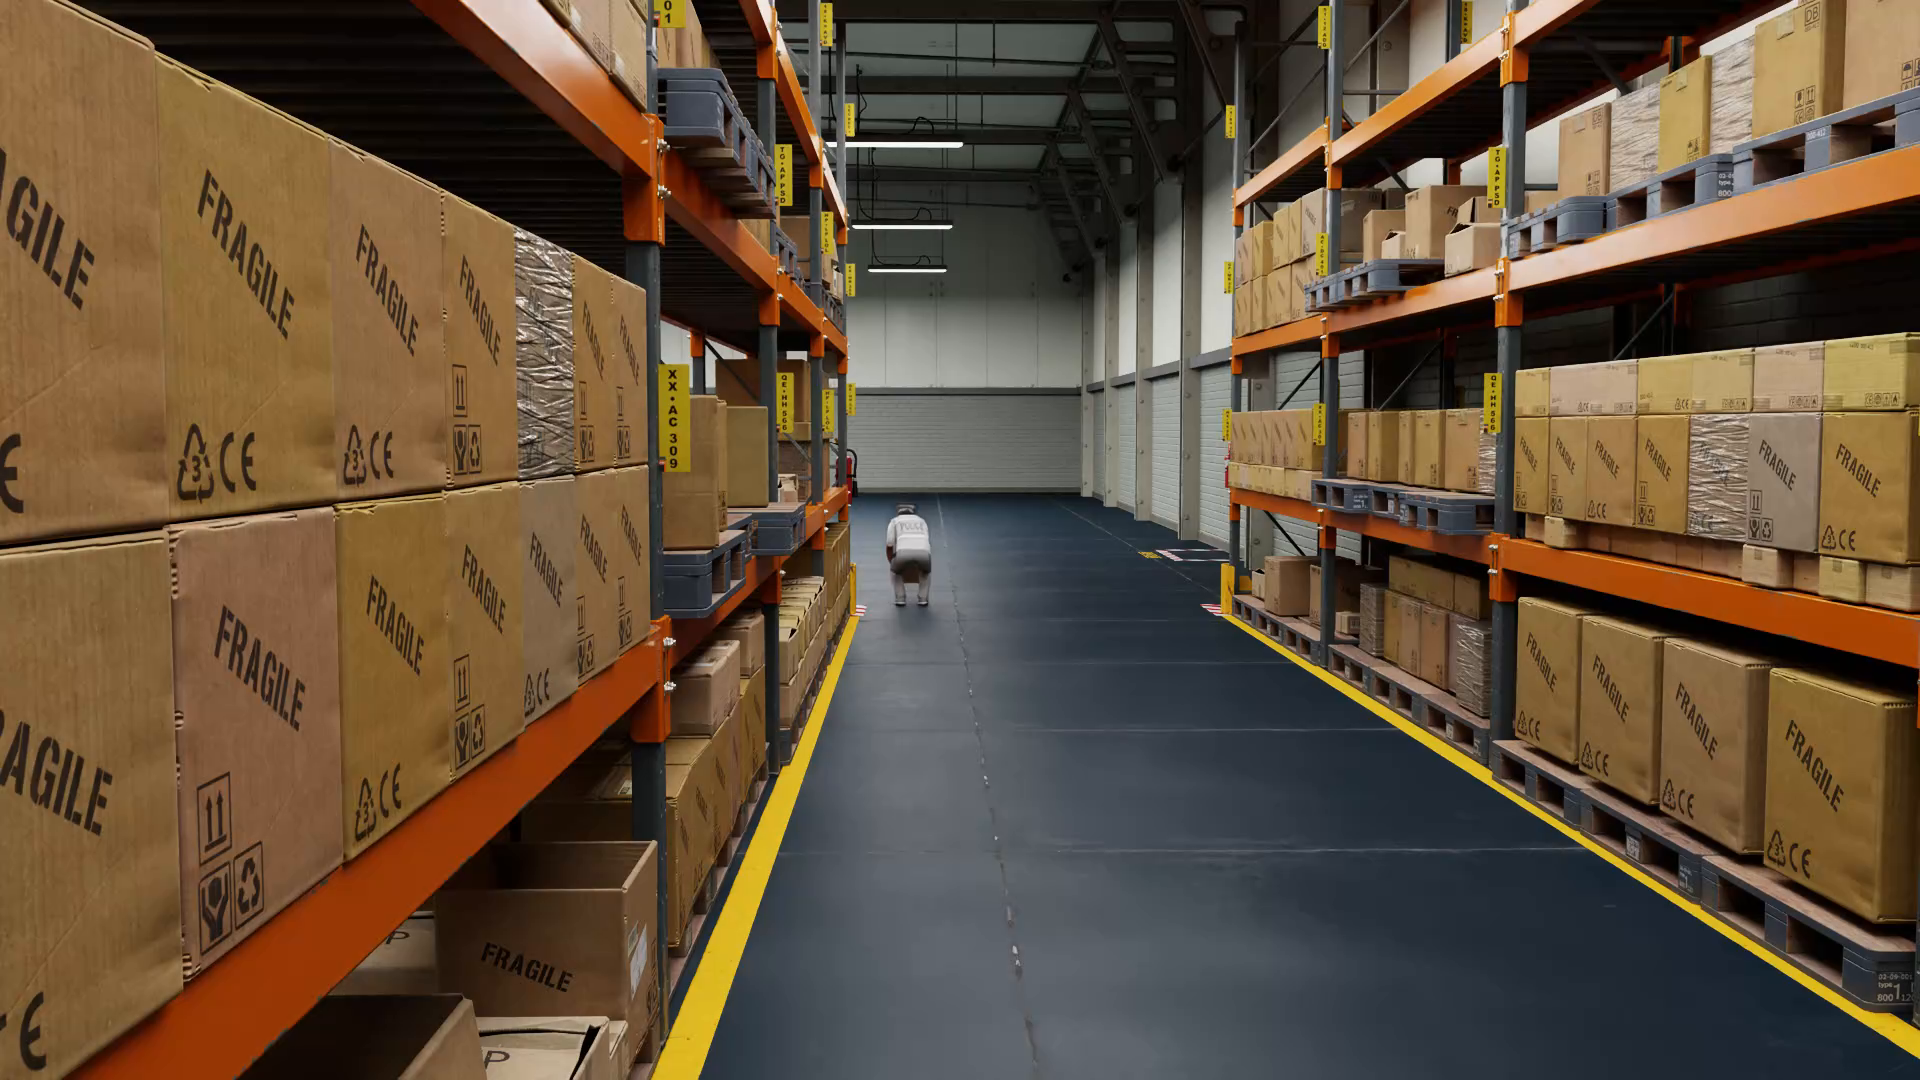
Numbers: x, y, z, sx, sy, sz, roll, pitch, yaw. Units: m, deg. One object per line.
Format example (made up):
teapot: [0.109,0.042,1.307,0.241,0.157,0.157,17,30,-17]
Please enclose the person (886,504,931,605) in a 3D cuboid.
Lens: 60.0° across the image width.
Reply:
person: [-0.554,0.160,18.042,0.491,1.076,0.827,0,4,-3]
